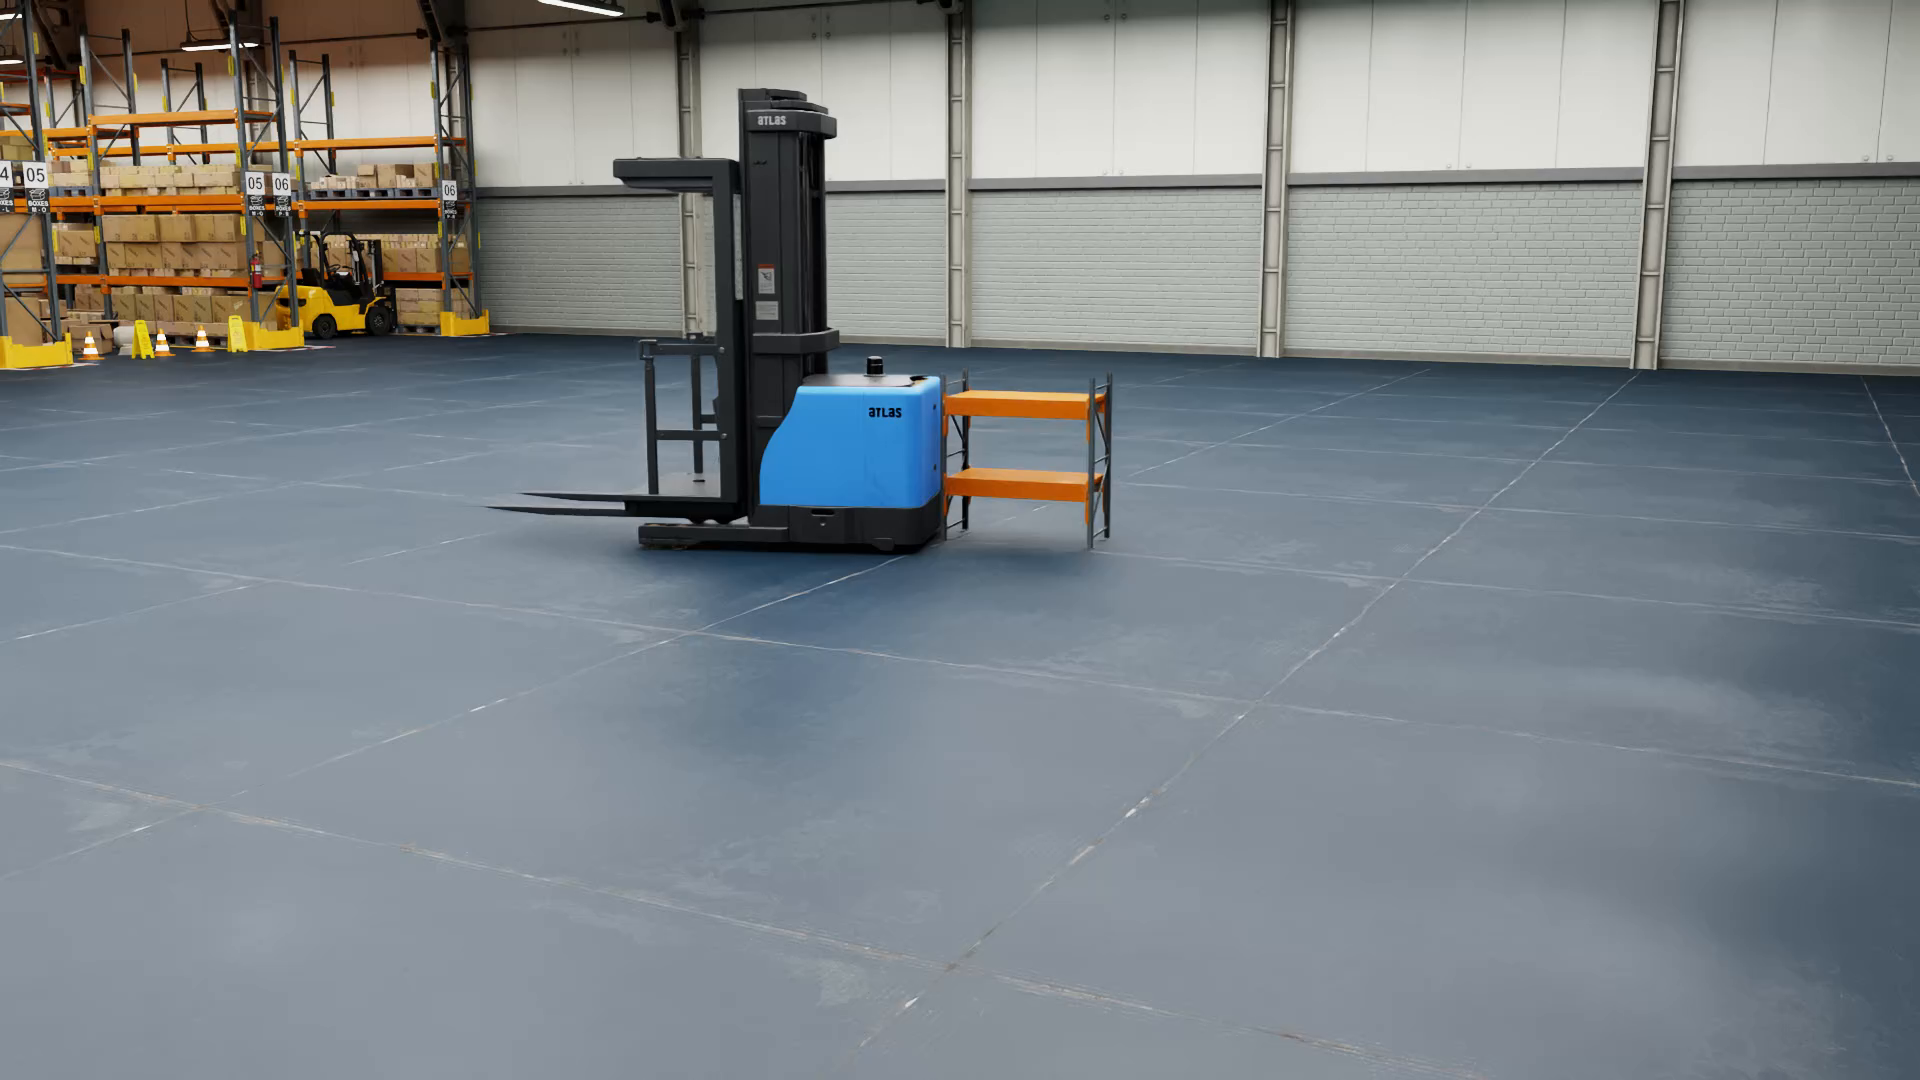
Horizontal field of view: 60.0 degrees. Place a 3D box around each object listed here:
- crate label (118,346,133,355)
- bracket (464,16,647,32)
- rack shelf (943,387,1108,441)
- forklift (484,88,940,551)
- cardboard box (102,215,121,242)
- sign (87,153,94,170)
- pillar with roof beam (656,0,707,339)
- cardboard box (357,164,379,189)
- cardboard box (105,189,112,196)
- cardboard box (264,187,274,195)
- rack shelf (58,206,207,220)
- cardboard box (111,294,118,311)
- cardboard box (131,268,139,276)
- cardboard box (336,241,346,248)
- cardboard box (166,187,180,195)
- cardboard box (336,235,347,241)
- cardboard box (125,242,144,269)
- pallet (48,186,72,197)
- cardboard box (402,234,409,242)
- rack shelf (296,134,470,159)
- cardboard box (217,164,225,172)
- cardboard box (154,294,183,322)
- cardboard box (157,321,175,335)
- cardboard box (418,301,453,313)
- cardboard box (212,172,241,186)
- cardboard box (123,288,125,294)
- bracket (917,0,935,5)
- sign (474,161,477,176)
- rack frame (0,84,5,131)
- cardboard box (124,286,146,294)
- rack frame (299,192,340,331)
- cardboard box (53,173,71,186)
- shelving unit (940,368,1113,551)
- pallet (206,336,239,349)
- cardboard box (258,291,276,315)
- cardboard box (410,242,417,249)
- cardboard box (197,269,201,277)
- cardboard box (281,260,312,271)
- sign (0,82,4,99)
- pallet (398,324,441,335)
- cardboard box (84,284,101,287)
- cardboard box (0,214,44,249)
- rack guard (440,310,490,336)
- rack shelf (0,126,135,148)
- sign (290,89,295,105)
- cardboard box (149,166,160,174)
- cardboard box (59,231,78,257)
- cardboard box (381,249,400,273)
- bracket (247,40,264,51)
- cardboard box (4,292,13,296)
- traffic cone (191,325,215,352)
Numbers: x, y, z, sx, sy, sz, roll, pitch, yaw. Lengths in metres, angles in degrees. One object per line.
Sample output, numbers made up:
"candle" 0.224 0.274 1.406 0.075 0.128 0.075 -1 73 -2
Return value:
"crate label" -14.628 -3.335 29.270 0.298 0.136 0.250 -1 10 -4
"bracket" -8.244 -10.489 33.809 4.783 0.066 0.076 5 11 26
"rack shelf" 0.444 -0.843 11.089 1.000 0.278 0.538 4 11 19
"forklift" -1.667 -1.468 11.112 3.031 2.935 1.130 1 10 8
"cardboard box" -16.041 -6.001 32.041 0.500 0.500 0.700 5 11 25
"sign" -16.582 -7.218 31.708 0.005 0.325 0.100 5 11 26
"pillar with roof beam" -7.309 -7.851 29.341 0.548 9.000 9.100 5 11 26
"cardboard box" -12.446 -7.788 35.666 0.637 0.503 0.797 5 12 28
"cardboard box" -16.167 -6.671 31.947 0.250 0.149 0.380 5 11 25
"cardboard box" -12.906 -6.498 30.993 0.250 0.149 0.380 5 11 26
"rack shelf" -19.527 -7.770 39.339 4.000 0.370 1.077 5 11 26
"cardboard box" -20.059 -5.628 39.745 0.500 0.500 0.500 5 11 24
"cardboard box" -15.698 -5.155 31.997 0.250 0.149 0.380 5 11 26
"cardboard box" -13.310 -6.409 36.119 0.250 0.149 0.380 5 12 27
"cardboard box" -14.593 -6.517 31.100 0.250 0.149 0.380 5 11 25
"cardboard box" -13.300 -6.556 36.096 0.250 0.149 0.380 5 12 27
"cardboard box" -15.608 -5.463 31.877 0.500 0.500 0.500 5 11 26
"pallet" -17.778 -6.913 33.109 1.003 0.211 1.213 5 11 26
"cardboard box" -11.646 -6.432 35.409 0.250 0.149 0.380 5 11 26
"rack shelf" -12.353 -8.419 35.624 4.000 0.370 1.077 5 11 26
"cardboard box" -13.401 -6.818 30.524 0.250 0.149 0.380 5 12 27
"cardboard box" -14.981 -4.434 31.744 0.500 0.500 0.500 6 12 29
"cardboard box" -14.969 -4.065 31.809 0.500 0.250 0.500 5 11 25
"cardboard box" -11.134 -4.948 35.287 0.500 0.250 0.500 5 11 25
"cardboard box" -13.331 -6.613 30.511 0.500 0.250 0.500 5 11 25
"cardboard box" -19.663 -5.922 39.544 0.250 0.149 0.380 5 11 26
"bracket" -0.553 -9.813 30.075 0.430 0.232 0.235 5 11 26
"sign" -10.309 -7.894 35.323 0.005 0.325 0.100 5 11 26
"rack frame" -19.927 -8.650 33.755 0.127 3.000 1.000 5 11 26
"cardboard box" -15.845 -4.815 32.028 0.250 0.149 0.380 5 11 27
"rack frame" -14.147 -6.176 36.930 0.127 3.000 1.000 5 11 26
"cardboard box" -17.379 -7.055 32.608 0.500 0.250 0.500 5 11 27
"shelving unit" 0.444 -0.555 11.141 1.048 1.125 0.538 4 11 19
"pallet" -13.534 -3.771 31.473 1.213 0.211 1.003 5 11 26
"cardboard box" -15.312 -5.315 37.666 0.625 0.625 0.875 5 11 25
"cardboard box" -11.442 -6.257 35.277 0.250 0.149 0.380 5 12 27
"cardboard box" -14.091 -5.023 31.267 0.250 0.149 0.380 5 11 27
"cardboard box" -14.714 -6.100 36.932 0.500 0.250 0.500 5 12 27
"sign" -19.696 -9.236 34.148 0.005 0.325 0.100 5 11 26
"pallet" -11.264 -4.542 35.733 1.213 0.211 1.003 5 11 26
"cardboard box" -20.863 -6.165 40.052 0.250 0.149 0.380 4 11 23
"cardboard box" -15.168 -4.909 26.480 0.550 0.550 0.875 5 11 26
"rack guard" -10.538 -4.628 35.400 0.348 0.500 1.175 5 11 26
"rack shelf" -18.133 -7.941 32.984 4.000 0.370 1.077 5 11 26
"sign" -14.376 -9.539 35.821 0.005 0.325 0.100 5 11 26
"cardboard box" -15.010 -6.957 31.288 0.250 0.149 0.380 5 11 25
"cardboard box" -17.301 -5.823 32.689 0.500 0.500 0.500 5 11 26
"cardboard box" -12.038 -5.989 35.619 0.500 0.500 0.500 5 11 25
"bracket" -15.951 -11.166 37.550 0.430 0.232 0.235 5 11 26
"cardboard box" -20.510 -4.927 34.815 0.875 0.875 0.875 5 11 25
"traffic cone" -13.709 -3.647 30.081 0.334 0.463 0.336 5 11 26
